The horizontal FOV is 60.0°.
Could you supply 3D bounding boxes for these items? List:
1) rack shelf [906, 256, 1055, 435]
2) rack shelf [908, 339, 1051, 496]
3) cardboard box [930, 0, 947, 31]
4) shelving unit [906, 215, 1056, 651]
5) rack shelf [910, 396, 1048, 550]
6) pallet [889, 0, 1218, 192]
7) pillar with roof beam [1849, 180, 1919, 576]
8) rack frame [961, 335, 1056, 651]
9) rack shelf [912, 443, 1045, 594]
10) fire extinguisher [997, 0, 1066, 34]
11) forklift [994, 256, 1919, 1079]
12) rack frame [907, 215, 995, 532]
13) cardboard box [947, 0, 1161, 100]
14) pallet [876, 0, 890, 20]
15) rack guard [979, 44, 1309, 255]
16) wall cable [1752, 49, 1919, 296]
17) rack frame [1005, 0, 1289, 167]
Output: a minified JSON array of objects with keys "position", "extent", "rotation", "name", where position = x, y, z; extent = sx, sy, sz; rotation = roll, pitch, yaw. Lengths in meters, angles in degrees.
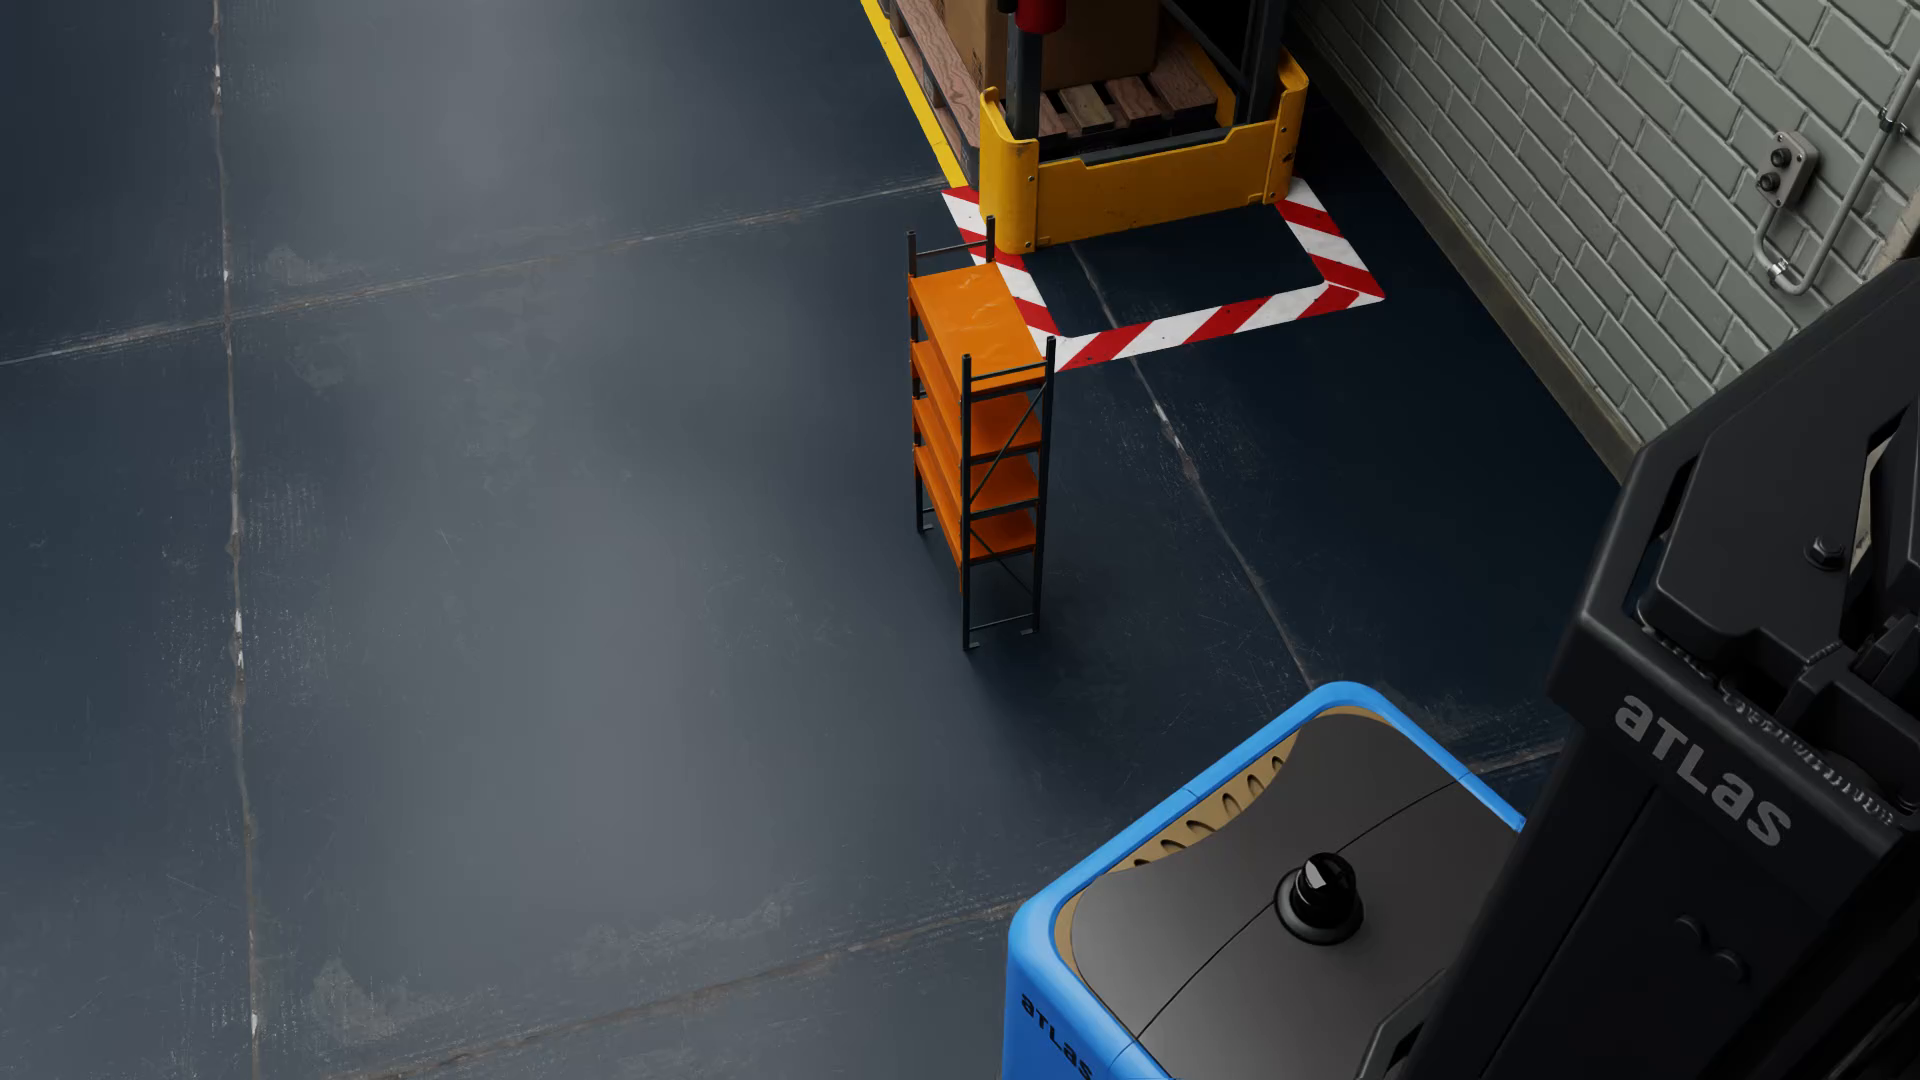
[{"position":[0.049,-0.519,4.389],"extent":[0.258,0.148,0.480],"rotation":[-13,51,-11],"name":"rack shelf"},{"position":[0.049,-0.367,4.570],"extent":[0.258,0.148,0.480],"rotation":[-13,51,-11],"name":"rack shelf"},{"position":[0.207,-2.464,6.726],"extent":[0.700,0.500,0.500],"rotation":[-13,51,-11],"name":"cardboard box"},{"position":[0.049,-0.266,4.689],"extent":[0.258,1.200,0.503],"rotation":[-13,51,-11],"name":"shelving unit"},{"position":[0.049,-0.222,4.741],"extent":[0.258,0.148,0.480],"rotation":[-13,51,-11],"name":"rack shelf"},{"position":[0.346,-1.948,6.754],"extent":[1.003,0.211,1.213],"rotation":[-13,51,-11],"name":"pallet"},{"position":[-1.830,-1.465,0.599],"extent":[9.100,9.000,0.400],"rotation":[-13,51,-11],"name":"pillar with roof beam"},{"position":[0.121,-0.088,4.539],"extent":[0.240,1.200,0.015],"rotation":[-13,51,-11],"name":"rack frame"},{"position":[0.049,-0.094,4.893],"extent":[0.258,0.148,0.480],"rotation":[-13,51,-11],"name":"rack shelf"},{"position":[0.261,-1.921,5.202],"extent":[0.296,0.674,0.183],"rotation":[-13,51,-11],"name":"fire extinguisher"},{"position":[1.387,1.141,2.371],"extent":[1.130,2.935,3.031],"rotation":[-31,57,-24],"name":"forklift"},{"position":[-0.023,-0.444,4.840],"extent":[0.240,1.200,0.015],"rotation":[-13,51,-11],"name":"rack frame"},{"position":[0.355,-2.099,6.418],"extent":[0.700,0.500,0.500],"rotation":[-13,51,-11],"name":"cardboard box"},{"position":[-0.011,-2.838,7.504],"extent":[1.003,0.211,1.213],"rotation":[-13,51,-11],"name":"pallet"},{"position":[0.665,-1.457,6.152],"extent":[1.175,0.500,0.348],"rotation":[-13,51,-11],"name":"rack guard"},{"position":[1.940,-1.887,4.214],"extent":[0.084,1.984,1.851],"rotation":[-13,51,-11],"name":"wall cable"},{"position":[0.658,-2.281,5.211],"extent":[1.000,3.000,0.127],"rotation":[-13,51,-11],"name":"rack frame"}]
